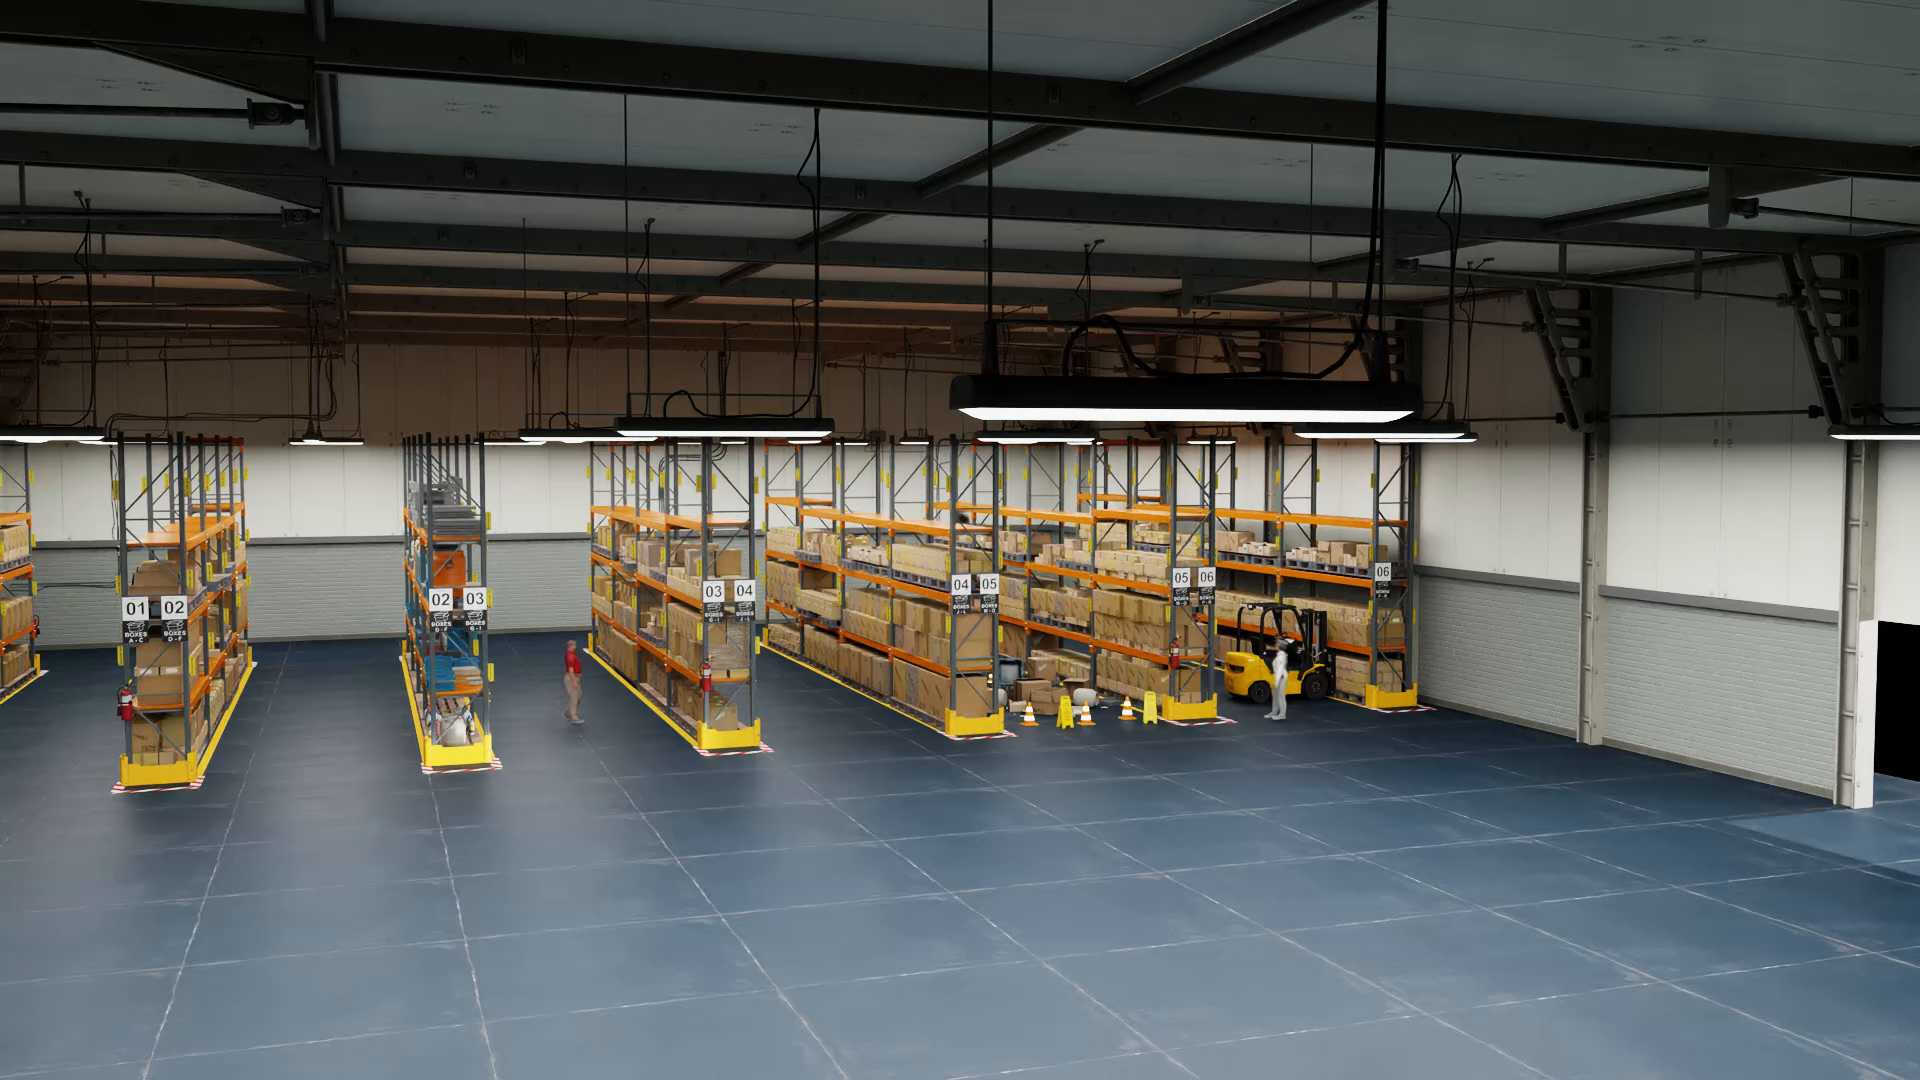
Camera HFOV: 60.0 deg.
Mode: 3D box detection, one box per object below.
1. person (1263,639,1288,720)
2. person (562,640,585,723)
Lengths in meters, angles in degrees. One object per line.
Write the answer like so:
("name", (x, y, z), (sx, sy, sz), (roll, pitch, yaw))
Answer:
("person", (6.684, 2.939, 35.091), (0.435, 1.686, 0.526), (0, 3, -6))
("person", (-8.072, 2.954, 34.692), (0.491, 1.753, 0.609), (0, 3, -7))
